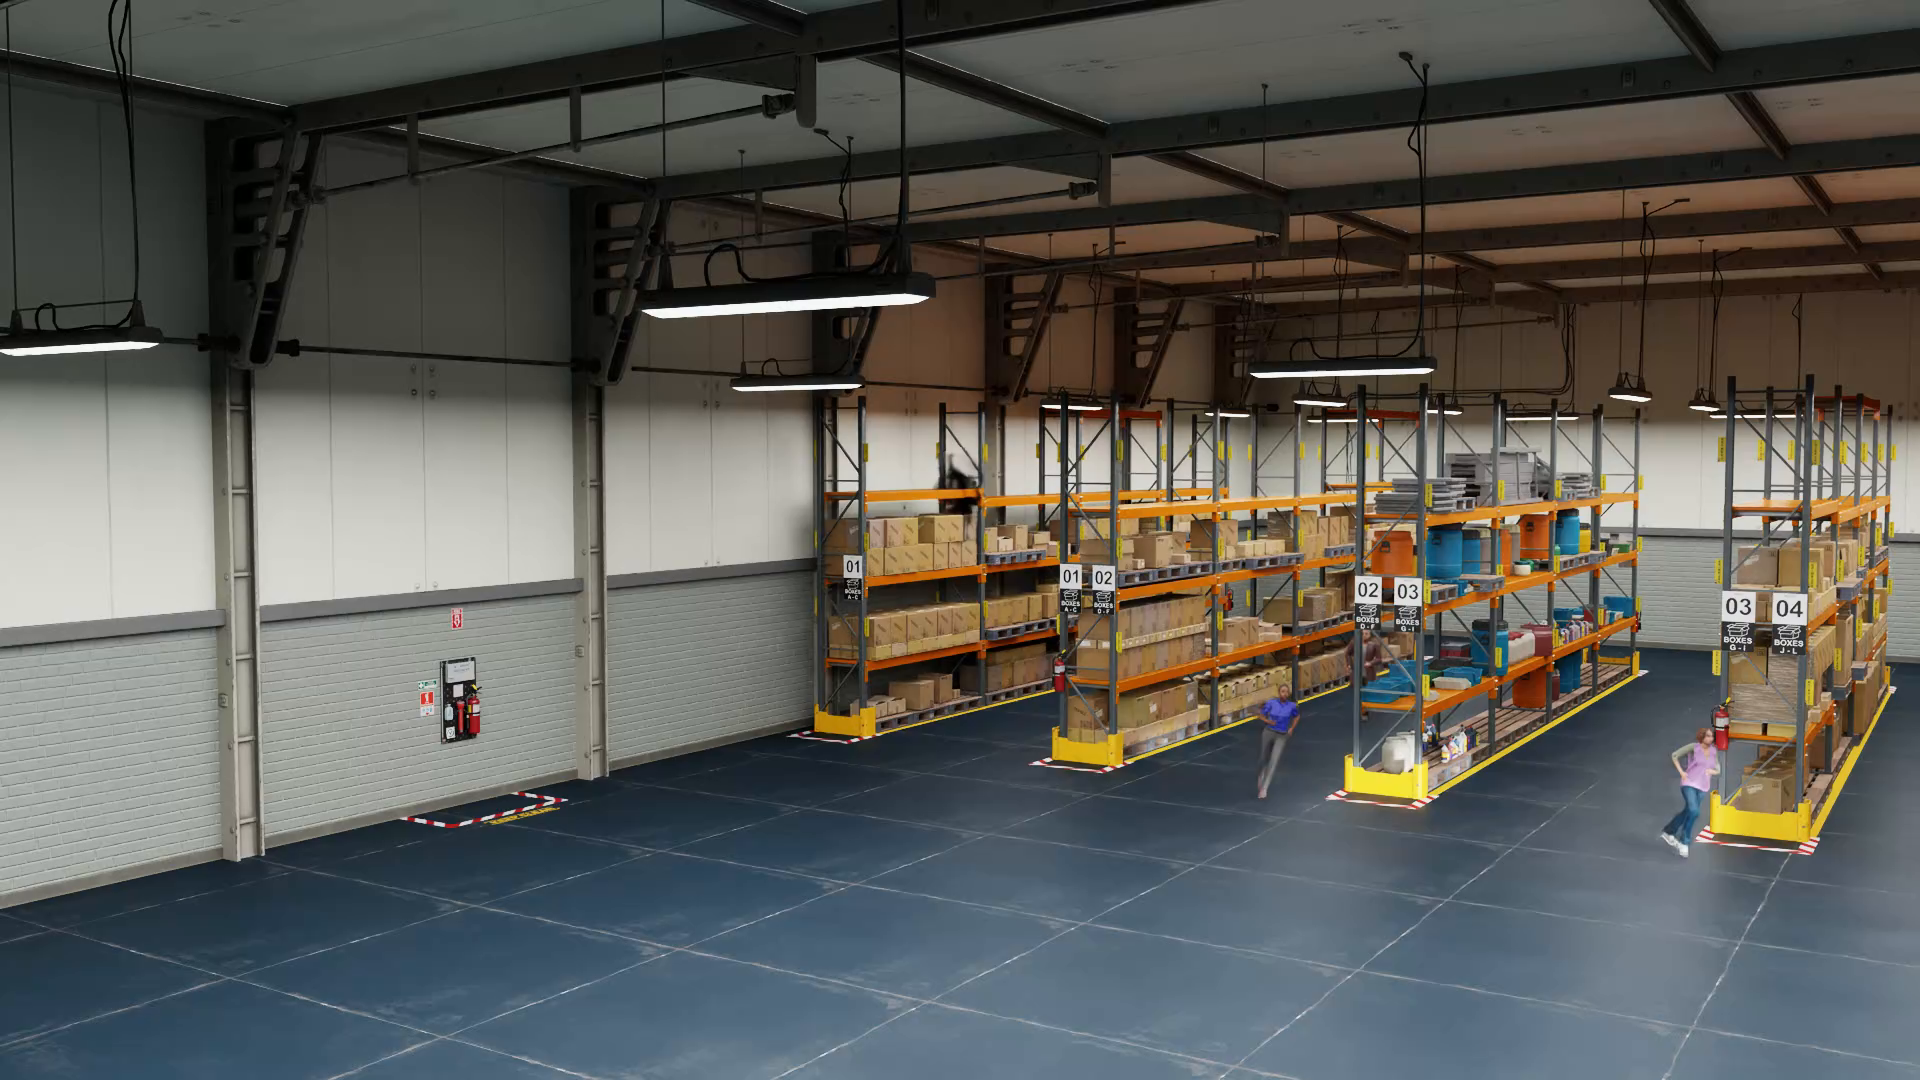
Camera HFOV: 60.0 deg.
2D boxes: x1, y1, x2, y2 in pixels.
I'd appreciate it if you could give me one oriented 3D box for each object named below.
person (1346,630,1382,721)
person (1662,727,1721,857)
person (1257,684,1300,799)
[{"bbox_3d":[7.469,2.505,30.823,0.691,1.737,0.662,1,3,18],"label":"person"},{"bbox_3d":[9.188,3.136,20.870,0.587,1.626,0.648,-1,3,-13],"label":"person"},{"bbox_3d":[4.655,2.911,24.358,0.619,1.638,0.887,1,3,13],"label":"person"}]
